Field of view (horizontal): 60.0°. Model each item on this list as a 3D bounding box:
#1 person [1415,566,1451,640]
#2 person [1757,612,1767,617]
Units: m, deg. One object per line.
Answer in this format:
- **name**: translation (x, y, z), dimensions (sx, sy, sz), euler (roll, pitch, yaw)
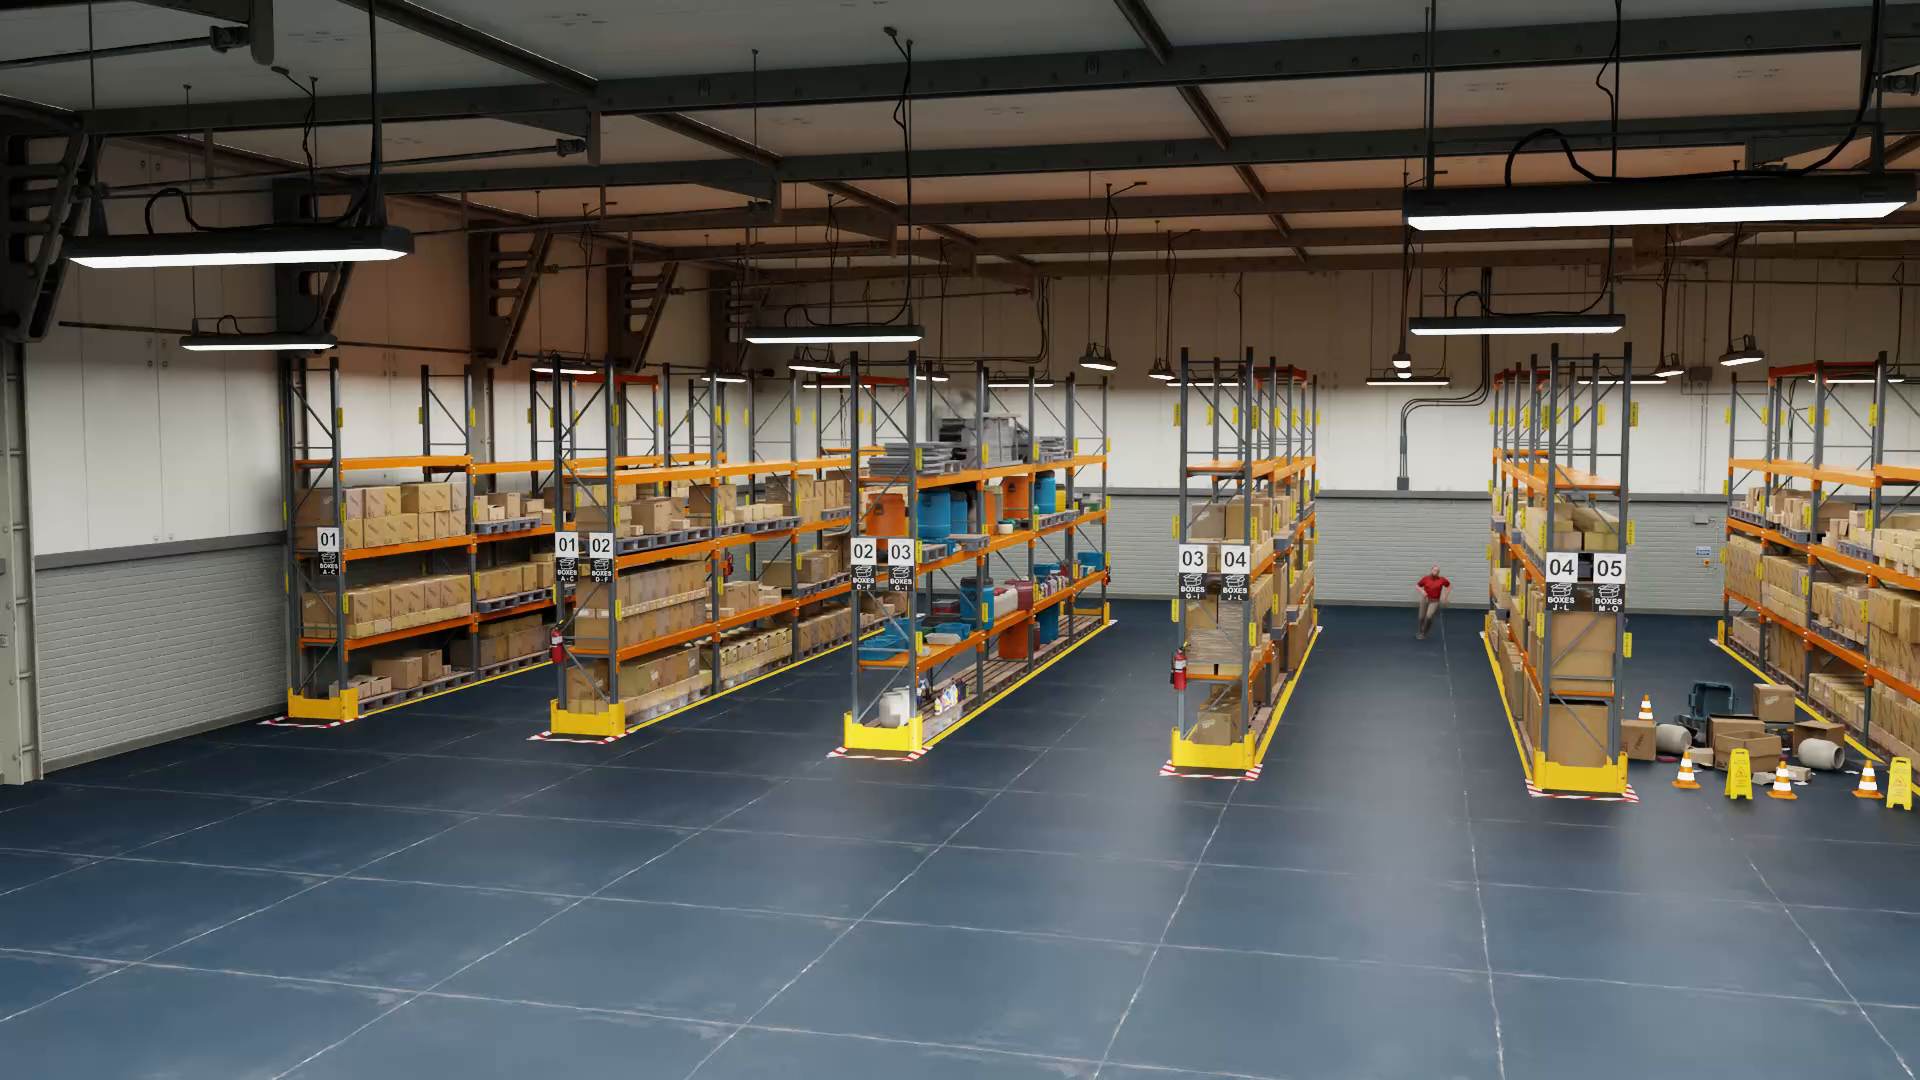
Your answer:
- **person**: translation (10.661, 1.434, 37.580), dimensions (0.766, 1.715, 0.712), euler (2, 5, 28)
- **person**: translation (18.255, 1.470, 37.734), dimensions (0.664, 1.563, 0.679), euler (-3, 5, -38)
